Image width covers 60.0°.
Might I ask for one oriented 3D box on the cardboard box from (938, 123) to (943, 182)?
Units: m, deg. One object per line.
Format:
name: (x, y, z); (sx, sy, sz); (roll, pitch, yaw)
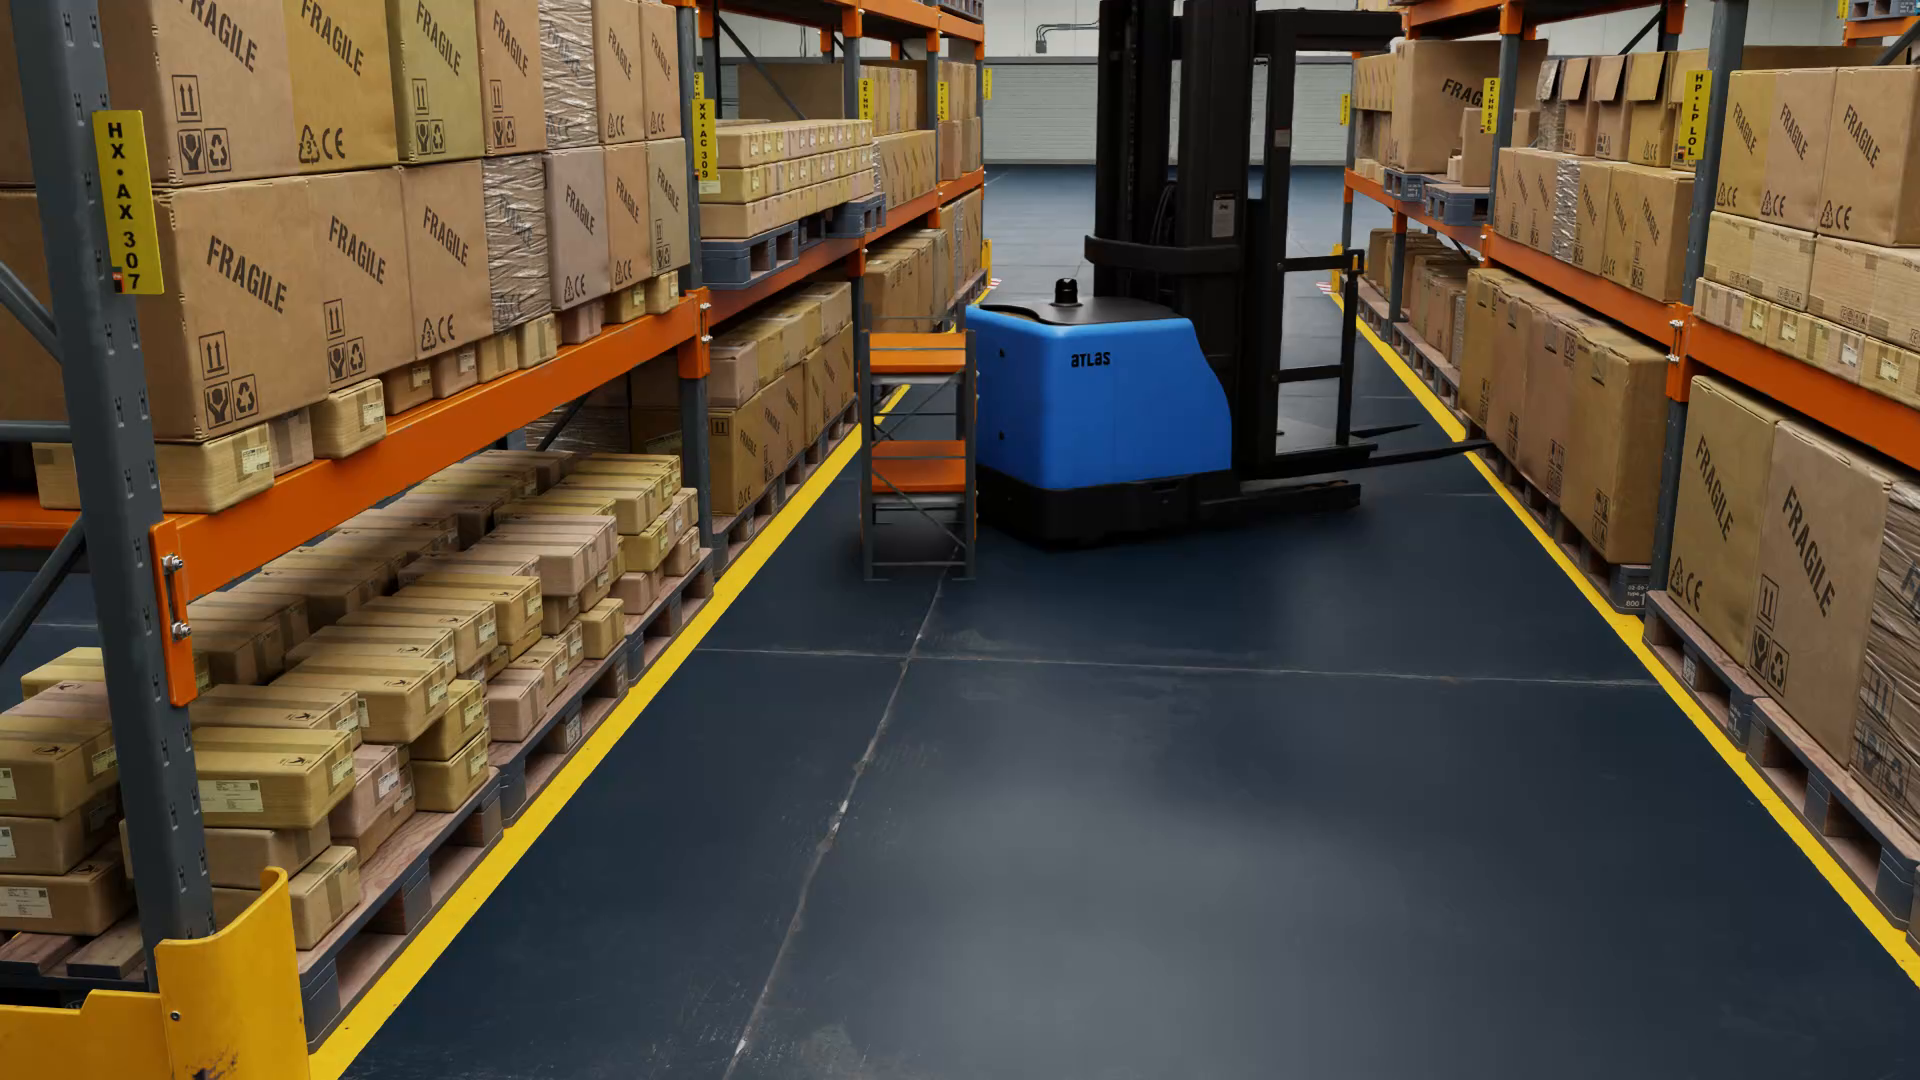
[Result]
cardboard box: (-0.623, -3.631, 15.555); (0.875, 0.550, 0.550); (2, 15, 6)

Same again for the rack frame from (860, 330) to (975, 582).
rack frame: (-0.183, -0.360, 7.340); (0.500, 1.125, 0.032); (-1, 15, -2)

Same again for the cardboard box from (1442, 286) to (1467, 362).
cardboard box: (3.936, -1.581, 12.207); (0.700, 0.500, 0.500); (3, 15, 11)

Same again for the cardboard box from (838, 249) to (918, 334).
cardboard box: (-0.891, -1.780, 12.505); (1.050, 0.750, 0.750); (2, 15, 7)

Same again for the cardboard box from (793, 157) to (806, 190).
cardboard box: (-0.981, -1.829, 8.288); (0.380, 0.149, 0.250); (2, 15, 9)

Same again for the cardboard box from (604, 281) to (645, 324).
cardboard box: (-1.405, -0.904, 6.241); (0.380, 0.149, 0.250); (2, 15, 8)

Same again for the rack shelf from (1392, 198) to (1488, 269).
rack shelf: (3.998, -2.281, 12.228); (1.077, 0.370, 4.000); (2, 15, 6)

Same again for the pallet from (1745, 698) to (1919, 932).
pallet: (3.023, 0.787, 4.849); (1.003, 0.211, 1.213); (2, 15, 6)

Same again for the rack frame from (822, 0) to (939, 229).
rack frame: (-0.693, -3.319, 14.690); (1.000, 3.000, 0.127); (2, 15, 6)

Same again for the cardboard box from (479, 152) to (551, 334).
cardboard box: (-1.567, -0.905, 5.002); (0.500, 0.500, 0.500); (1, 15, 5)

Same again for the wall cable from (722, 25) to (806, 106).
wall cable: (-6.046, -14.370, 50.015); (3.097, 2.526, 0.112); (2, 15, 6)

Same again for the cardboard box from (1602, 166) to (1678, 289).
cardboard box: (3.166, -1.377, 7.318); (0.500, 0.500, 0.500); (2, 15, 8)

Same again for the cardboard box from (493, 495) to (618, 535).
cardboard box: (-1.494, -0.061, 6.157); (0.380, 0.149, 0.250); (2, 15, 8)

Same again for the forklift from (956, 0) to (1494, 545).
forklift: (1.515, -1.642, 8.618); (3.031, 2.935, 1.130); (-8, 17, -26)

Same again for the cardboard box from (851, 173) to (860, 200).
cardboard box: (-0.801, -2.090, 9.823); (0.380, 0.149, 0.250); (2, 15, 7)

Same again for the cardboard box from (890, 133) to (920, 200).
cardboard box: (-0.600, -2.962, 13.177); (0.500, 0.500, 0.500); (2, 15, 7)

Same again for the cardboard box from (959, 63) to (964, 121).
cardboard box: (-0.421, -4.427, 16.432); (0.875, 0.550, 0.500); (2, 15, 6)

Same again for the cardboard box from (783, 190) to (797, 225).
cardboard box: (-1.007, -1.616, 8.069); (0.380, 0.149, 0.250); (2, 15, 7)

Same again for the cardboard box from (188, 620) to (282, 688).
cardboard box: (-2.158, 0.335, 4.693); (0.380, 0.149, 0.250); (1, 15, 4)

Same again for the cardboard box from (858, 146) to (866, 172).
cardboard box: (-0.776, -2.296, 10.012); (0.380, 0.149, 0.250); (2, 15, 8)

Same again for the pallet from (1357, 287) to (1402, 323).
pallet: (4.400, -2.293, 16.238); (1.003, 0.211, 1.213); (2, 15, 6)

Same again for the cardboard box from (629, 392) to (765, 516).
cardboard box: (-1.249, -0.424, 7.968); (0.500, 0.500, 0.500); (2, 15, 8)

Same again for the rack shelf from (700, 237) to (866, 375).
rack shelf: (-1.370, -1.415, 9.028); (1.077, 0.370, 4.000); (2, 15, 6)

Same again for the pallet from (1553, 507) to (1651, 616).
pallet: (3.334, 0.072, 7.491); (1.003, 0.211, 1.213); (2, 15, 6)

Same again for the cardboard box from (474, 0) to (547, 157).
cardboard box: (-1.547, -1.387, 4.869); (0.500, 0.500, 0.500); (1, 15, 4)

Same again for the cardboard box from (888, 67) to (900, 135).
cardboard box: (-0.856, -3.456, 13.091); (0.700, 0.500, 0.500); (2, 15, 7)

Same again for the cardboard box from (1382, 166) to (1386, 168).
cardboard box: (4.147, -3.413, 15.517); (0.380, 0.149, 0.250); (2, 15, 6)

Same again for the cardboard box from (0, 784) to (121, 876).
cardboard box: (-2.271, 0.678, 3.995); (0.380, 0.149, 0.250); (1, 15, 5)

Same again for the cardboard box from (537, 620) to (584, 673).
cardboard box: (-1.514, 0.375, 5.685); (0.380, 0.149, 0.250); (2, 15, 7)

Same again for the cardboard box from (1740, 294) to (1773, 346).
cardboard box: (2.899, -0.747, 5.660); (0.380, 0.149, 0.250); (2, 15, 8)

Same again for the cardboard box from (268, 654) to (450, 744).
cardboard box: (-1.583, 0.417, 4.390); (0.380, 0.149, 0.250); (2, 15, 6)

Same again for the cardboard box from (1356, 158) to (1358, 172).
cardboard box: (4.359, -3.932, 17.437); (0.380, 0.149, 0.250); (2, 15, 6)

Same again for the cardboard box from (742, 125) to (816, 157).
cardboard box: (-0.949, -2.037, 8.485); (0.380, 0.149, 0.250); (2, 15, 8)

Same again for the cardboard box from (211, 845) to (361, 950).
cardboard box: (-1.670, 0.840, 3.965); (0.380, 0.149, 0.250); (2, 15, 7)

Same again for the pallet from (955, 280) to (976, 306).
pallet: (-0.394, -2.485, 16.948); (1.003, 0.211, 1.213); (2, 15, 6)

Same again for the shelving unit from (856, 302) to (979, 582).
shelving unit: (-0.203, -0.493, 7.830); (0.538, 1.125, 1.048); (-1, 15, -2)

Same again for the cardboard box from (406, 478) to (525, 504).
cardboard box: (-1.910, -0.138, 6.442); (0.380, 0.149, 0.250); (1, 15, 5)

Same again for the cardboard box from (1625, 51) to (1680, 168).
cardboard box: (3.474, -1.948, 7.506); (0.797, 0.503, 0.637); (2, 15, 7)

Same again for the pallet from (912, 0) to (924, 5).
pallet: (-0.747, -4.435, 13.438); (0.805, 0.209, 1.217); (1, 15, 4)

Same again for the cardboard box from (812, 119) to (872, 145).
cardboard box: (-0.744, -2.509, 10.233); (0.380, 0.149, 0.250); (1, 15, 4)

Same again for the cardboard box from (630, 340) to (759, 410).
cardboard box: (-1.250, -0.786, 7.870); (0.500, 0.250, 0.500); (1, 15, 4)

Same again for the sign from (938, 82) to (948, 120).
sign: (-0.152, -3.826, 14.499); (0.100, 0.325, 0.005); (2, 15, 6)

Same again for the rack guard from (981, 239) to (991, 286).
rack guard: (-0.239, -3.156, 18.876); (1.175, 0.500, 0.348); (2, 15, 6)

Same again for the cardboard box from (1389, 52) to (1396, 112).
cardboard box: (4.001, -3.946, 14.332); (0.500, 0.500, 0.500); (2, 15, 6)

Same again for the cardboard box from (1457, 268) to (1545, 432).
cardboard box: (3.674, -1.108, 9.779); (1.225, 0.875, 0.875); (1, 15, 4)

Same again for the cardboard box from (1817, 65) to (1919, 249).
cardboard box: (2.896, -1.126, 4.859); (0.500, 0.500, 0.500); (1, 15, 4)

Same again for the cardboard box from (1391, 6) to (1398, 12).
cardboard box: (4.085, -4.783, 14.646); (0.500, 0.250, 0.500); (2, 15, 8)

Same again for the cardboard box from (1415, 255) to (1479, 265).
cardboard box: (4.309, -2.245, 14.703); (0.500, 0.500, 0.500); (1, 15, 5)

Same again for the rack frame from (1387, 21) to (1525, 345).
rack frame: (4.224, -3.147, 14.052); (1.000, 3.000, 0.127); (2, 15, 6)

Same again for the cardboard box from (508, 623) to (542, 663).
cardboard box: (-1.604, 0.283, 5.455); (0.380, 0.149, 0.250); (2, 15, 9)

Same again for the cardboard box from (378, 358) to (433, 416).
cardboard box: (-1.665, -0.436, 4.509); (0.380, 0.149, 0.250); (2, 15, 6)
